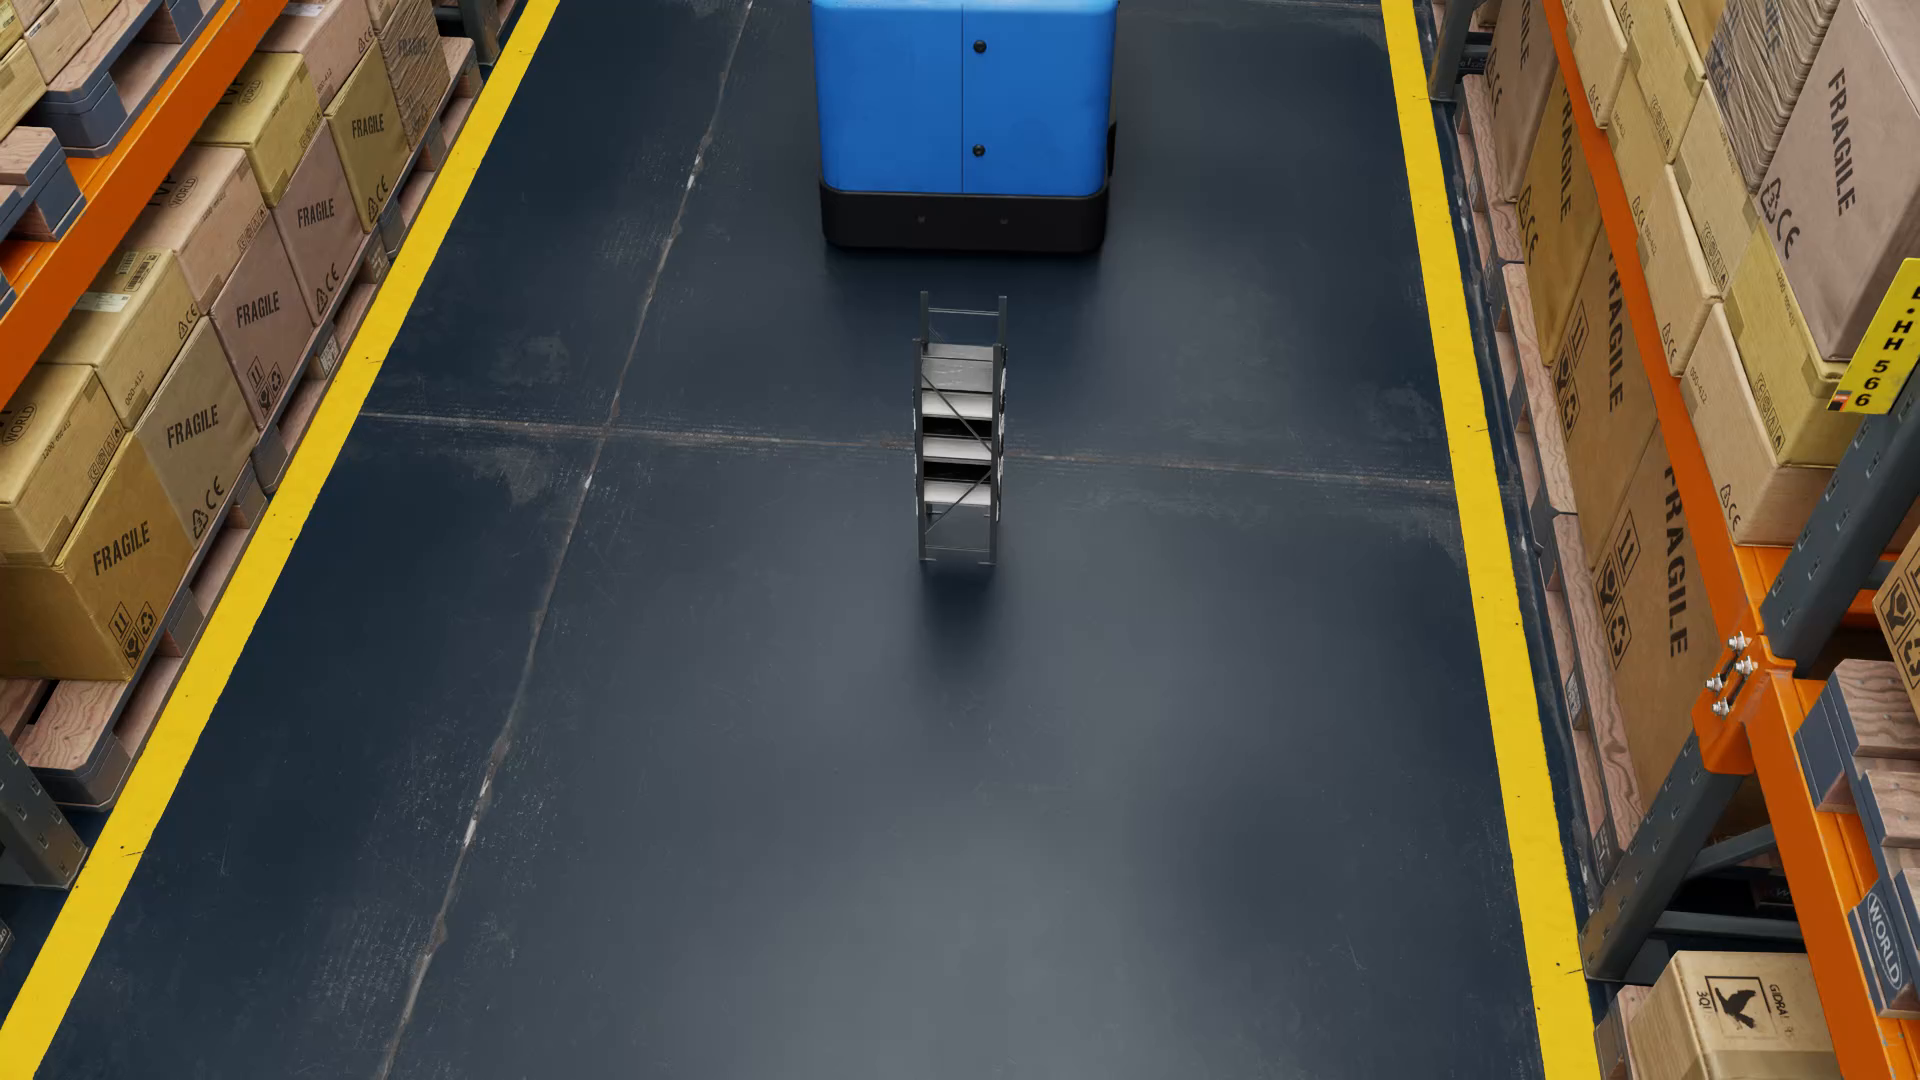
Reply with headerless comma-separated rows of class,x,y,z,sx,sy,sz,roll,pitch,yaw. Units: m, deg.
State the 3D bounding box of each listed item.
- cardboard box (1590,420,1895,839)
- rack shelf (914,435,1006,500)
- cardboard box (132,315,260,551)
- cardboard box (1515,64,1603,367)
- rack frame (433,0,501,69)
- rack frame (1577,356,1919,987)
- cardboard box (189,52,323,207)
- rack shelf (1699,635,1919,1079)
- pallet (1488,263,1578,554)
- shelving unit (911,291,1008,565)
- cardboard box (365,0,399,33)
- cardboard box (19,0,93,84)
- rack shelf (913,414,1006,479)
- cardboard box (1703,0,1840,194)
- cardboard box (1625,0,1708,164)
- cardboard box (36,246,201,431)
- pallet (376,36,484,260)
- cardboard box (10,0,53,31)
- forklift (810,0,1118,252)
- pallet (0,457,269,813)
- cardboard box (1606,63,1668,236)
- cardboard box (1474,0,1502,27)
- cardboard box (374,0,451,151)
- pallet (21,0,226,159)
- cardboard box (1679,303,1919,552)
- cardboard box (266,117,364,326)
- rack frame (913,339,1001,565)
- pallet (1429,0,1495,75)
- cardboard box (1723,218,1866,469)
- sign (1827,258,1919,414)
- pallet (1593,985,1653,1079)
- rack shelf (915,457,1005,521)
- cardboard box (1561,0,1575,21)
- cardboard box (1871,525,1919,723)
cardboard box,2.237,0.169,4.218,0.875,0.875,0.875,3,48,3
rack shelf,0.001,-0.226,5.014,0.258,0.077,0.200,4,48,4
cardboard box,-2.487,-0.333,4.931,0.500,0.500,0.500,4,48,4
cardboard box,2.404,-1.143,5.418,0.875,0.875,0.875,5,48,5
rack frame,-2.483,-3.102,6.054,1.000,3.000,0.127,4,48,4
rack frame,2.091,0.096,3.129,1.000,3.000,0.127,4,48,4
cardboard box,-2.393,-1.323,5.328,0.500,0.250,0.500,2,48,2
rack shelf,1.909,1.808,2.051,1.077,0.370,4.000,4,48,4
pallet,2.352,-0.431,5.501,1.003,0.211,1.213,4,48,4
shelving unit,0.001,-0.310,4.923,0.258,0.900,0.210,4,48,4
cardboard box,-2.299,-2.089,6.029,0.500,0.250,0.500,3,48,2
cardboard box,-2.512,-1.324,4.314,0.380,0.149,0.250,5,48,5
rack shelf,0.001,-0.287,4.948,0.258,0.077,0.200,4,48,4
cardboard box,1.916,-1.050,3.432,0.500,0.500,0.500,5,48,4
cardboard box,1.951,-1.150,4.032,0.500,0.250,0.500,3,48,3
cardboard box,-2.498,-0.577,4.646,0.500,0.250,0.500,3,48,3
pallet,-2.553,-1.589,6.560,1.003,0.211,1.213,4,48,4
cardboard box,-2.514,-1.426,4.205,0.380,0.149,0.250,4,48,4
forklift,0.069,-3.127,6.124,1.130,2.935,3.031,2,48,2
pallet,-2.775,0.204,4.920,1.003,0.211,1.213,4,48,4
cardboard box,1.971,-0.988,4.222,0.500,0.250,0.500,3,48,3
cardboard box,2.620,-2.575,7.024,0.875,0.438,0.875,3,48,3
cardboard box,-2.300,-1.839,6.309,0.500,0.500,0.500,3,48,3
pallet,-2.708,-1.555,4.770,1.003,0.211,1.213,4,48,4
cardboard box,1.878,-0.242,3.541,0.500,0.250,0.500,2,48,2
cardboard box,-2.398,-1.086,5.620,0.500,0.500,0.500,3,48,3
rack frame,-0.009,-0.235,4.855,0.240,0.900,0.006,4,48,4
pallet,2.603,-2.456,7.353,1.003,0.211,1.213,4,48,4
cardboard box,1.882,-0.395,3.341,0.500,0.250,0.500,4,48,3
sign,1.538,-0.330,2.734,0.100,0.325,0.005,4,48,4
pallet,2.018,1.611,3.633,1.003,0.211,1.213,4,48,4
rack shelf,0.001,-0.166,5.081,0.258,0.077,0.200,4,48,4
cardboard box,2.044,-1.731,4.902,0.500,0.250,0.500,4,48,3
cardboard box,1.819,0.135,2.540,0.500,0.500,0.500,3,48,2
